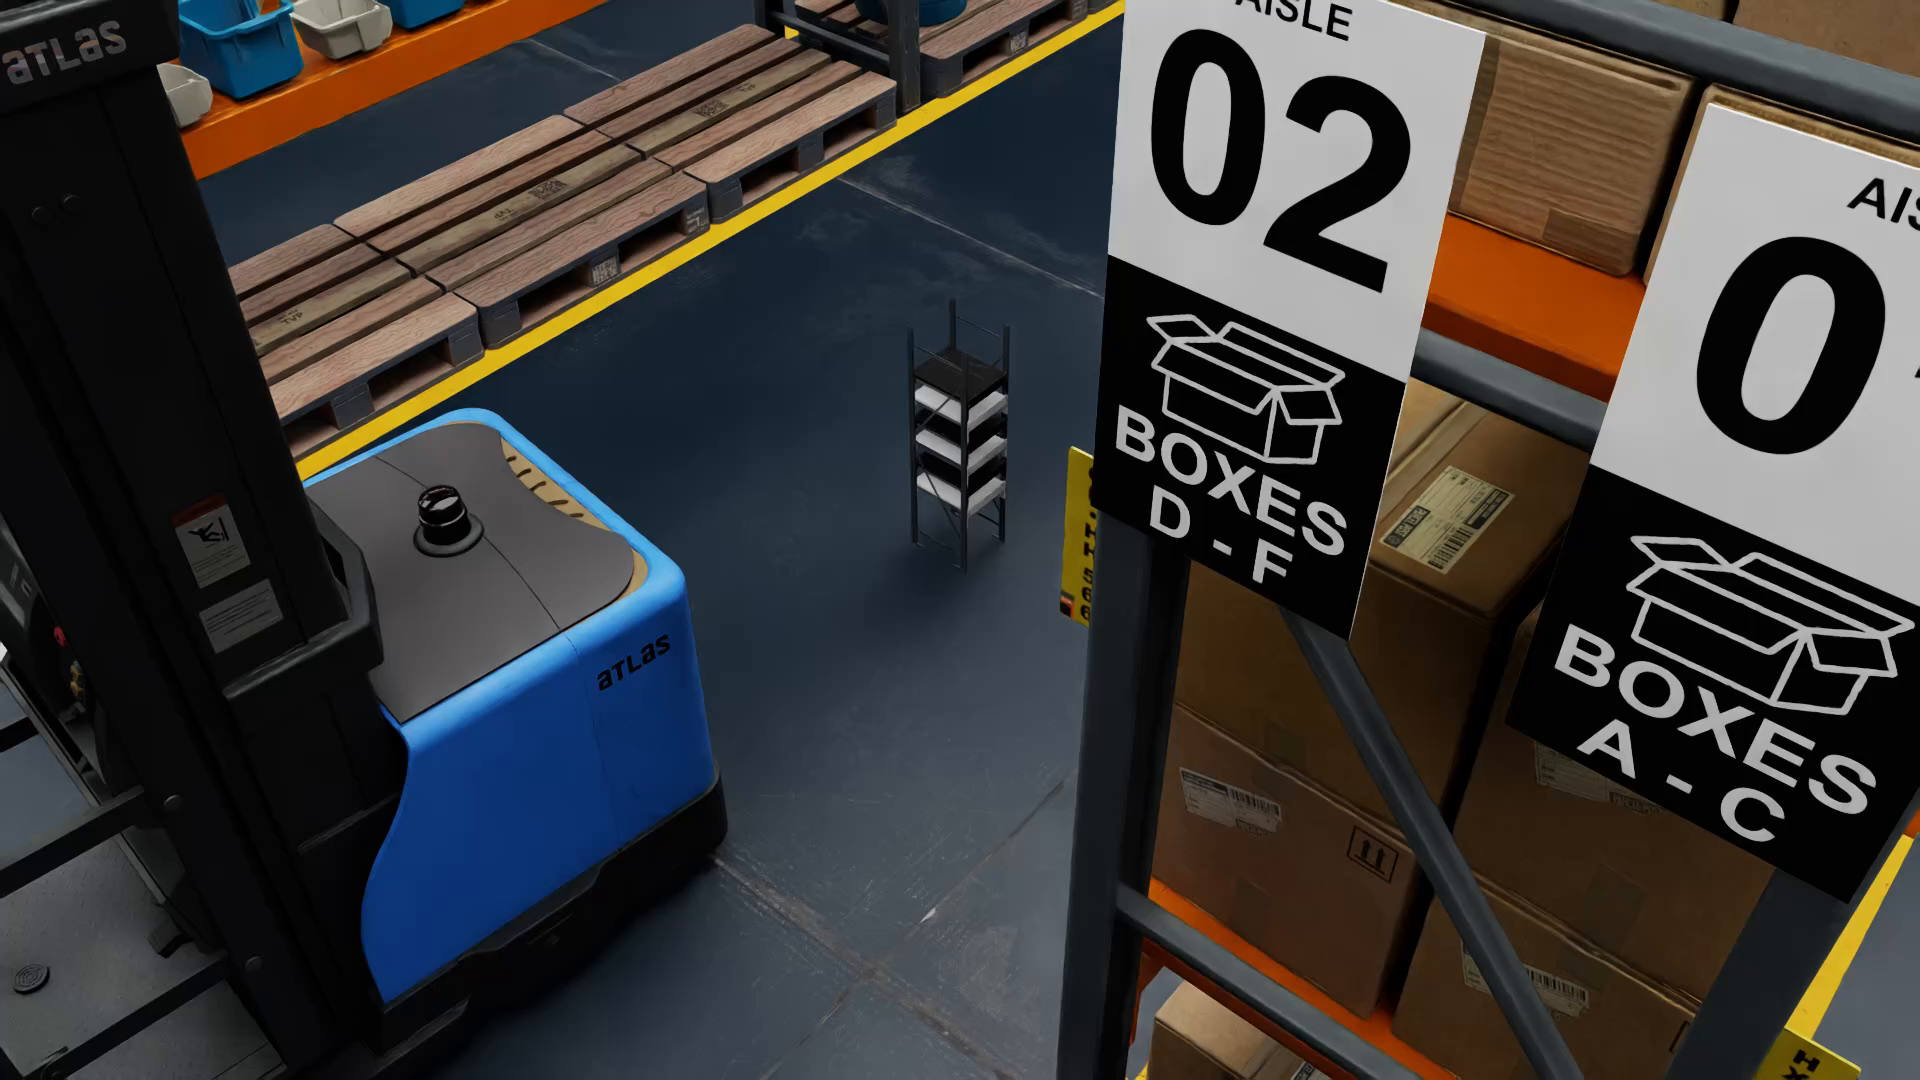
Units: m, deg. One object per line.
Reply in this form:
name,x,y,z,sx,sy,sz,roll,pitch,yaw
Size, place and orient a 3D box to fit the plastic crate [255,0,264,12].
plastic crate,-2.601,-1.906,5.768,0.396,0.136,0.243,29,50,28

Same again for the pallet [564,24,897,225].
pallet,-1.054,-1.973,7.763,1.003,0.211,1.213,29,50,28

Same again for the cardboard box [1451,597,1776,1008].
cardboard box,1.092,0.285,2.389,0.500,0.500,0.500,31,51,30

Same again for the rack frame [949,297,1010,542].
rack frame,0.060,-0.381,5.500,0.240,0.900,0.006,29,50,28

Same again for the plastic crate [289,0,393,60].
plastic crate,-2.067,-1.728,5.572,0.250,0.136,0.298,29,50,28

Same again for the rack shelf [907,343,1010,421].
rack shelf,-0.005,-0.504,5.283,0.258,0.077,0.200,29,50,28

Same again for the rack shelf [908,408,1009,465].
rack shelf,-0.005,-0.371,5.405,0.258,0.077,0.200,29,50,28

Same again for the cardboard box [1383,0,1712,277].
cardboard box,0.733,-0.627,2.091,0.500,0.250,0.500,29,50,28

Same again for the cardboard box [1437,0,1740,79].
cardboard box,0.740,-0.808,1.919,0.500,0.250,0.500,29,50,28

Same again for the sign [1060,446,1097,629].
sign,0.192,0.010,2.413,0.100,0.325,0.005,29,50,28

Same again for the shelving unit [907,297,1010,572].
shelving unit,-0.005,-0.329,5.443,0.258,0.900,0.210,29,50,28

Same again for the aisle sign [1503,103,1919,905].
aisle sign,0.785,0.007,1.581,0.394,0.787,0.004,29,50,28

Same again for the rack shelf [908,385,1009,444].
rack shelf,-0.005,-0.437,5.344,0.258,0.077,0.200,29,50,28

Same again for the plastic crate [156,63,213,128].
plastic crate,-2.504,-1.379,5.188,0.250,0.136,0.298,29,50,28

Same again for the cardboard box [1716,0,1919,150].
cardboard box,1.134,-0.585,1.674,0.500,0.250,0.500,29,50,28

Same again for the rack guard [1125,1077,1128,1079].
rack guard,0.653,1.692,3.518,1.175,0.500,0.348,29,50,28

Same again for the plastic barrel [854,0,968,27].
plastic barrel,-0.247,-3.052,8.124,0.600,0.901,0.708,29,50,28

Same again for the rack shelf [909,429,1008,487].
rack shelf,-0.005,-0.304,5.465,0.258,0.077,0.200,29,50,28

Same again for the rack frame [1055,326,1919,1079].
rack frame,0.604,0.806,2.634,1.000,3.000,0.127,29,50,28

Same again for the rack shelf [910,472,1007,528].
rack shelf,-0.005,-0.171,5.586,0.258,0.077,0.200,29,50,28

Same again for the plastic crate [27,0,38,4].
plastic crate,-3.112,-1.629,5.241,0.616,0.435,0.499,29,50,28

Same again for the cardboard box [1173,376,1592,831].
cardboard box,0.680,0.051,2.647,0.500,0.500,0.500,29,50,28

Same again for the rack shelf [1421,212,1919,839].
rack shelf,1.891,-1.067,2.999,1.077,0.370,4.000,29,50,28

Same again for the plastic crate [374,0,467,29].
plastic crate,-1.926,-1.963,5.759,0.416,0.233,0.300,29,50,28

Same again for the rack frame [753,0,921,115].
rack frame,-0.610,-3.400,7.260,1.000,3.000,0.127,29,50,28

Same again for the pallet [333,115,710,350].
pallet,-1.839,-1.342,7.069,1.003,0.211,1.213,29,50,28

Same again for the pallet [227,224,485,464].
pallet,-2.624,-0.716,6.381,1.003,0.211,1.213,29,50,28

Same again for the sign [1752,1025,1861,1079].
sign,1.020,0.721,2.084,0.100,0.325,0.005,29,50,28

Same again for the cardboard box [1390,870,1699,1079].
cardboard box,1.092,0.655,2.726,0.500,0.500,0.500,31,50,29

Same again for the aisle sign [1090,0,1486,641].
aisle sign,0.326,-0.253,1.866,0.394,0.787,0.004,29,50,28

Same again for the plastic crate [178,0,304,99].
plastic crate,-2.350,-1.624,5.386,0.416,0.233,0.300,29,50,28

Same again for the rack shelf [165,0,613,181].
rack shelf,-1.897,-2.104,6.369,1.077,0.370,4.000,29,50,28

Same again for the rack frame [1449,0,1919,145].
rack frame,0.604,-1.413,0.615,1.000,3.000,0.127,29,50,28

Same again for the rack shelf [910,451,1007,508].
rack shelf,-0.005,-0.238,5.526,0.258,0.077,0.200,29,50,28

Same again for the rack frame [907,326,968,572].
rack frame,-0.071,-0.276,5.385,0.240,0.900,0.006,29,50,28

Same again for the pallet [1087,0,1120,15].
pallet,0.703,-3.378,9.309,1.003,0.211,1.213,29,50,28

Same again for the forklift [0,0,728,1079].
forklift,-2.079,0.236,3.312,3.031,2.935,1.130,-32,51,-31

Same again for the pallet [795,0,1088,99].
pallet,-0.082,-2.747,8.615,1.003,0.211,1.213,29,50,28

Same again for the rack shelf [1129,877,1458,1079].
rack shelf,1.891,0.043,4.008,1.077,0.370,4.000,29,50,28

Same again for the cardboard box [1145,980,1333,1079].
cardboard box,0.766,1.182,3.752,0.500,0.500,0.500,29,50,28

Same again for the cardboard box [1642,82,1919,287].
cardboard box,1.129,-0.403,1.845,0.500,0.250,0.500,29,50,28

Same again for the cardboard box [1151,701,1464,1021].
cardboard box,0.684,0.421,2.983,0.500,0.500,0.500,31,51,30
